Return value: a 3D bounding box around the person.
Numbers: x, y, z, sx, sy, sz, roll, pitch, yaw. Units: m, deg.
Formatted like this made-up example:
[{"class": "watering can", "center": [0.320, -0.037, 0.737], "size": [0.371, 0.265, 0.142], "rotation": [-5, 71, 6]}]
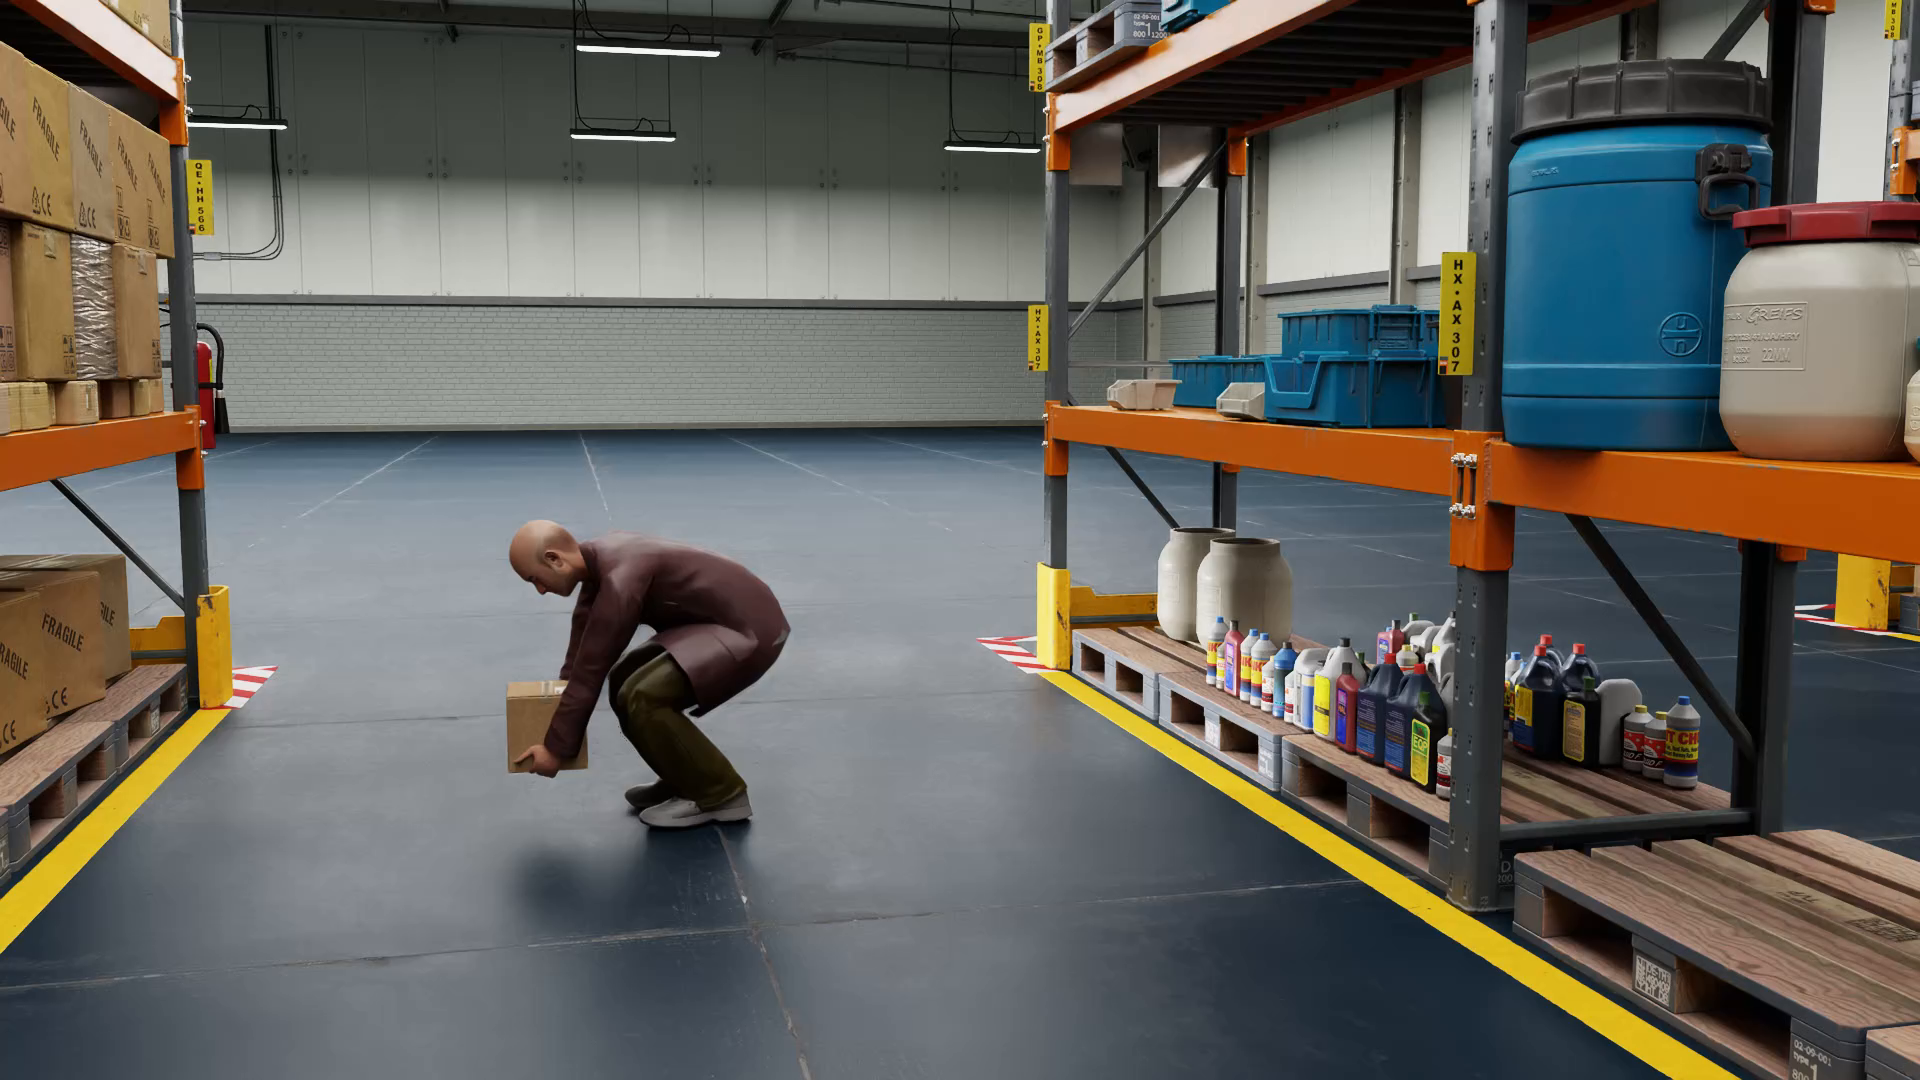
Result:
[{"class": "person", "center": [-1.018, 0.424, 5.522], "size": [0.910, 1.011, 0.585], "rotation": [-2, 6, -15]}]
